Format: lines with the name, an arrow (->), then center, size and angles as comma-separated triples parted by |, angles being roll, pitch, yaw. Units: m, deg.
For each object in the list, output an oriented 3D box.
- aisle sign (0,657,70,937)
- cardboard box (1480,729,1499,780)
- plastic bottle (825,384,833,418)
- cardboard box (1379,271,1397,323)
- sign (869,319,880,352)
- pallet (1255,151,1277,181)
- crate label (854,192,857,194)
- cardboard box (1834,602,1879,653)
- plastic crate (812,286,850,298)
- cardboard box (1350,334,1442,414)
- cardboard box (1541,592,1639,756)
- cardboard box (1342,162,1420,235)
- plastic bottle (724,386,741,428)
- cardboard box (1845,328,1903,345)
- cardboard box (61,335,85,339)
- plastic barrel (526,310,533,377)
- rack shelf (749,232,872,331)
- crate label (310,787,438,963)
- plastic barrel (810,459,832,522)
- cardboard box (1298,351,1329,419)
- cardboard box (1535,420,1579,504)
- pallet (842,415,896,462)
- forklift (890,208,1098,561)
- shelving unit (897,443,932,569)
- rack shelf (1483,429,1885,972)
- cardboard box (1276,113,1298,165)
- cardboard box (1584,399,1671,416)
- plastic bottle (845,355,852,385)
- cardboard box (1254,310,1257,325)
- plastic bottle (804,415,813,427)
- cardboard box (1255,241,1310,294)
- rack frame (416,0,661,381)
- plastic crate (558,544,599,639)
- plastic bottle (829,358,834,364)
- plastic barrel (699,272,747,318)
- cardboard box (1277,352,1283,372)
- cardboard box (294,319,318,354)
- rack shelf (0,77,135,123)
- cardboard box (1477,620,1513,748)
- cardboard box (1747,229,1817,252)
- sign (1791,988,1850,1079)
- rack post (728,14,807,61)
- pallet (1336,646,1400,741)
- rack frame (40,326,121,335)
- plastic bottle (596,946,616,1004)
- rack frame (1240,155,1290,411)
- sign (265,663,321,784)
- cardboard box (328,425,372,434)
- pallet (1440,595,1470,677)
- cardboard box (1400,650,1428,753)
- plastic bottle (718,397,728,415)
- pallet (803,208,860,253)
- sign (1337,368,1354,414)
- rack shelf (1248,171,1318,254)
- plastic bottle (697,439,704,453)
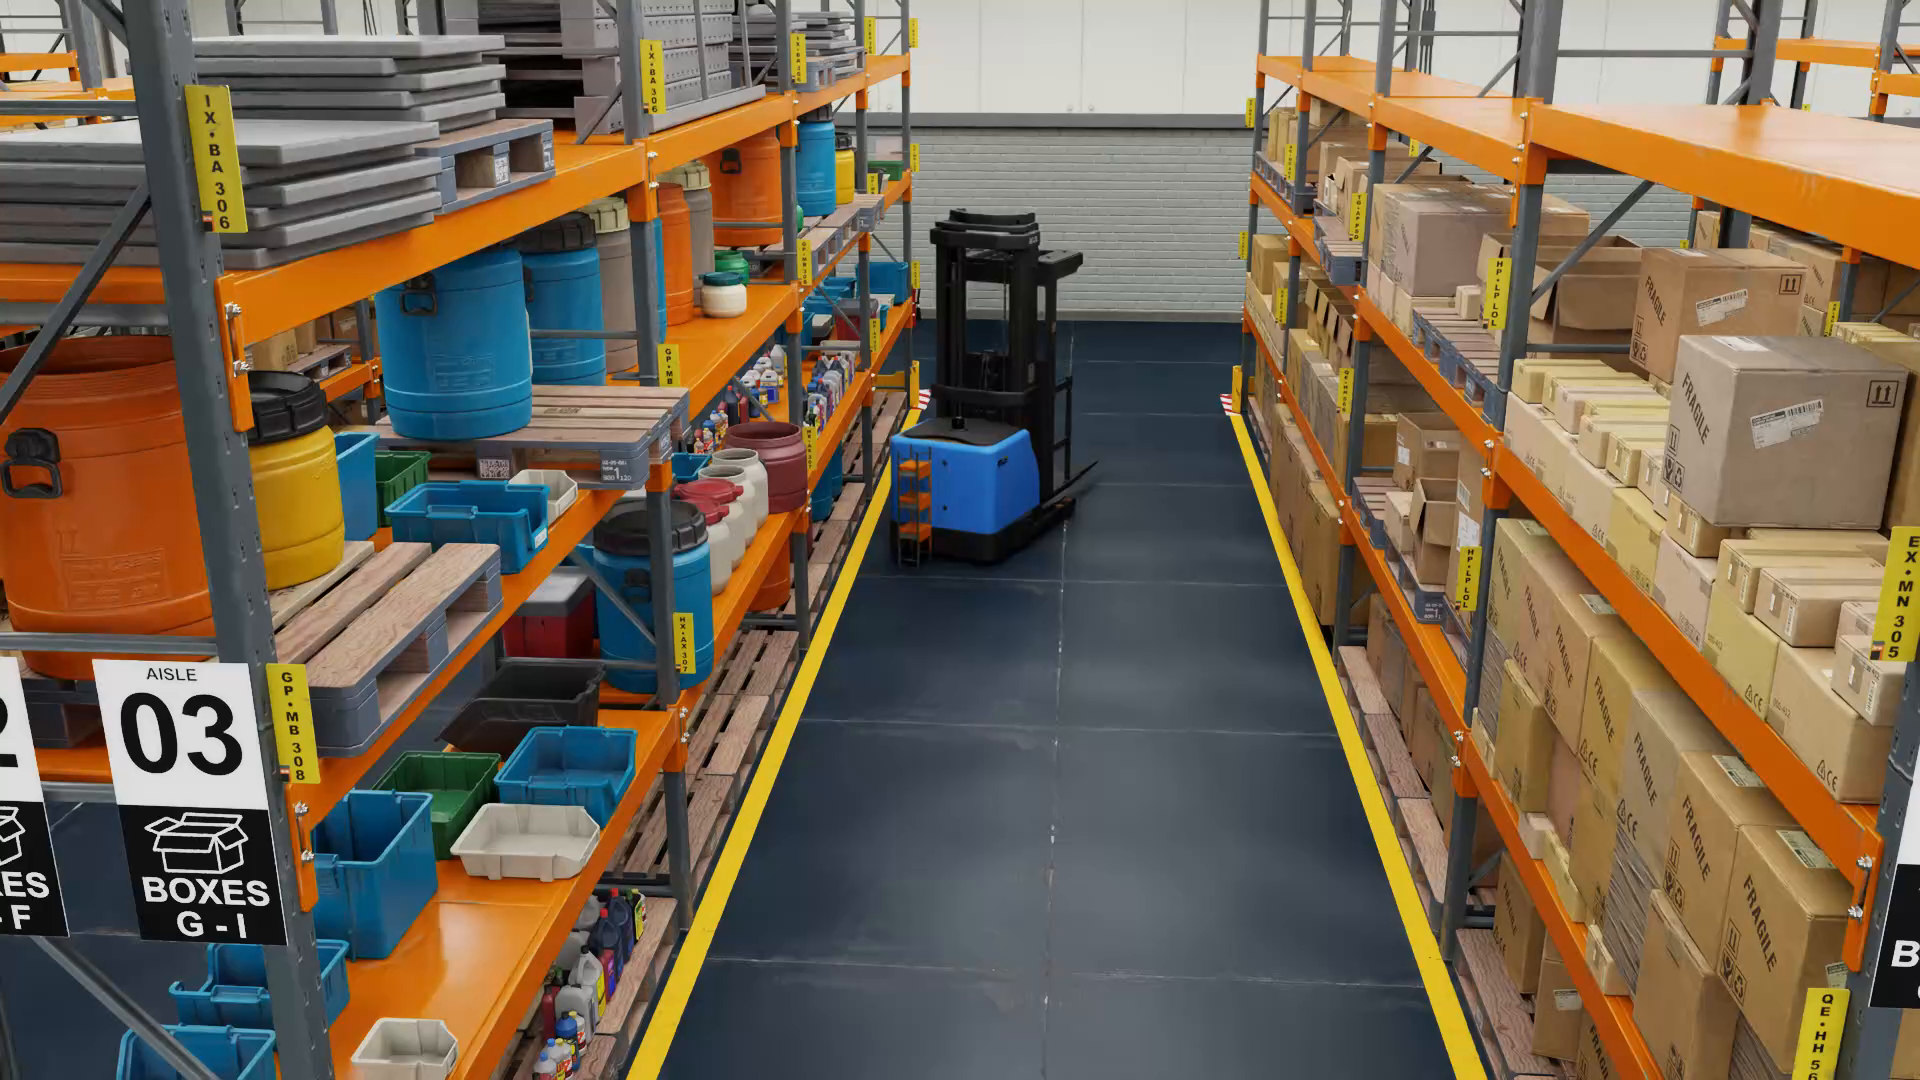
aisle sign -> -2.528, 0.660, 4.243 | 0.394, 0.787, 0.004 | 1, 18, 4
cardboard box -> 2.654, 1.005, 7.769 | 0.380, 0.149, 0.250 | 1, 18, 4
plastic bottle -> -1.132, -1.205, 14.298 | 0.061, 0.283, 0.133 | 1, 18, 4
cardboard box -> 2.962, -1.549, 10.583 | 0.500, 0.250, 0.500 | 2, 18, 5
sign -> -0.818, -1.966, 15.987 | 0.100, 0.325, 0.005 | 1, 18, 4
pallet -> 3.818, -4.132, 18.367 | 1.003, 0.211, 1.213 | 1, 18, 4
crate label -> -1.043, -3.293, 16.088 | 0.293, 0.136, 0.466 | 1, 18, 4
cardboard box -> 2.558, 0.275, 4.376 | 0.380, 0.149, 0.250 | 1, 18, 2
plastic crate -> -1.473, -2.765, 19.042 | 0.416, 0.233, 0.300 | 1, 18, 4
cardboard box -> 3.356, -1.245, 12.461 | 0.797, 0.503, 0.637 | 2, 18, 6
cardboard box -> 2.644, 0.529, 6.575 | 0.500, 0.500, 0.500 | 1, 18, 4
cardboard box -> 3.233, -2.628, 12.800 | 0.500, 0.500, 0.500 | 2, 18, 7
plastic bottle -> -1.915, -1.120, 13.930 | 0.144, 0.351, 0.185 | 1, 18, 4
cardboard box -> 8.013, -1.758, 14.573 | 0.380, 0.149, 0.250 | 2, 18, 5
cardboard box -> -10.739, -2.367, 19.954 | 0.380, 0.149, 0.250 | 1, 18, 3
plastic barrel -> -2.166, -0.911, 7.542 | 0.421, 0.512, 0.421 | 0, 18, 0
rack shelf -> -1.510, -2.309, 13.819 | 1.077, 0.370, 4.000 | 1, 18, 4
crate label -> -2.364, 1.285, 6.453 | 0.502, 0.435, 0.616 | 1, 18, 4
plastic barrel -> -1.473, -0.661, 15.145 | 0.600, 0.901, 0.708 | 1, 18, 4
cardboard box -> 3.220, -1.335, 14.347 | 0.500, 0.500, 0.500 | 1, 18, 3
cardboard box -> 2.680, -0.308, 6.795 | 0.500, 0.250, 0.500 | 1, 18, 3
pallet -> -1.267, -1.131, 18.363 | 1.003, 0.211, 1.213 | 1, 18, 4
forklift -> 0.464, -1.627, 15.508 | 1.130, 2.935, 3.031 | 8, 20, 24
shelving unit -> -0.395, -0.292, 14.455 | 0.215, 1.050, 0.252 | 8, 20, 24
rack shelf -> 2.857, 0.286, 5.899 | 1.077, 0.370, 4.000 | 1, 18, 4
cardboard box -> 3.728, -4.202, 17.445 | 0.700, 0.500, 0.500 | 0, 18, 0
cardboard box -> 2.704, -0.456, 6.608 | 0.380, 0.149, 0.250 | 2, 18, 6
plastic bottle -> -1.043, -1.589, 15.470 | 0.061, 0.283, 0.133 | 1, 18, 4
cardboard box -> 3.434, -2.437, 18.275 | 0.380, 0.149, 0.250 | 1, 18, 3
plastic bottle -> -1.211, -0.861, 13.247 | 0.061, 0.283, 0.133 | 1, 18, 4
cardboard box -> 3.490, -2.946, 17.982 | 0.500, 0.500, 0.500 | 1, 18, 2
rack frame -> -1.940, -2.213, 7.553 | 1.000, 3.000, 0.127 | 1, 18, 4
plastic crate -> -2.171, 0.296, 9.556 | 0.392, 0.384, 0.575 | 1, 18, 4
plastic bottle -> -1.198, -1.620, 15.696 | 0.097, 0.201, 0.097 | 0, 18, 0
plastic barrel -> -1.511, -1.564, 10.612 | 0.301, 0.262, 0.301 | 0, 18, 0
cardboard box -> 3.269, -1.719, 16.083 | 0.380, 0.149, 0.250 | 1, 18, 4
cardboard box -> -6.564, -2.064, 15.896 | 0.700, 0.500, 0.500 | -5, 19, -15
rack shelf -> -6.450, -3.657, 13.755 | 1.077, 0.370, 4.000 | 1, 18, 4
cardboard box -> 2.907, 0.698, 7.665 | 0.875, 0.500, 0.500 | 1, 18, 4
cardboard box -> 8.381, -2.891, 17.012 | 0.500, 0.500, 0.500 | 1, 18, 2
sign -> 2.162, 1.271, 4.186 | 0.100, 0.325, 0.005 | 1, 18, 4
rack post -> -1.642, -3.646, 12.046 | 0.954, 0.300, 0.937 | 1, 18, 4
pallet -> 3.230, 1.074, 11.635 | 1.003, 0.211, 1.213 | 1, 18, 4
rack frame -> -10.961, -3.311, 20.536 | 1.000, 3.000, 0.127 | 1, 18, 4
plastic bottle -> -1.682, 2.037, 7.872 | 0.061, 0.283, 0.133 | 3, 18, 8
rack frame -> 3.861, -2.979, 19.524 | 1.000, 3.000, 0.127 | 1, 18, 4
sign -> -1.678, 0.464, 4.186 | 0.100, 0.325, 0.005 | 1, 18, 4
cardboard box -> -6.056, -0.820, 16.244 | 0.500, 0.500, 0.500 | 1, 18, 4
pallet -> 3.200, 0.605, 8.894 | 1.003, 0.211, 1.213 | 1, 18, 4
cardboard box -> 3.198, 1.042, 10.561 | 0.700, 0.500, 0.500 | 3, 18, 9
plastic bottle -> -1.967, -1.039, 13.792 | 0.061, 0.283, 0.133 | 1, 18, 4
pallet -> -1.403, -2.585, 13.807 | 1.003, 0.211, 1.213 | 1, 18, 4
sign -> 2.733, -1.056, 11.795 | 0.100, 0.325, 0.005 | 1, 18, 4
rack shelf -> 3.717, -3.441, 17.273 | 1.077, 0.370, 4.000 | 1, 18, 4
plastic bottle -> -2.023, -0.681, 12.830 | 0.097, 0.201, 0.097 | 0, 18, 0
